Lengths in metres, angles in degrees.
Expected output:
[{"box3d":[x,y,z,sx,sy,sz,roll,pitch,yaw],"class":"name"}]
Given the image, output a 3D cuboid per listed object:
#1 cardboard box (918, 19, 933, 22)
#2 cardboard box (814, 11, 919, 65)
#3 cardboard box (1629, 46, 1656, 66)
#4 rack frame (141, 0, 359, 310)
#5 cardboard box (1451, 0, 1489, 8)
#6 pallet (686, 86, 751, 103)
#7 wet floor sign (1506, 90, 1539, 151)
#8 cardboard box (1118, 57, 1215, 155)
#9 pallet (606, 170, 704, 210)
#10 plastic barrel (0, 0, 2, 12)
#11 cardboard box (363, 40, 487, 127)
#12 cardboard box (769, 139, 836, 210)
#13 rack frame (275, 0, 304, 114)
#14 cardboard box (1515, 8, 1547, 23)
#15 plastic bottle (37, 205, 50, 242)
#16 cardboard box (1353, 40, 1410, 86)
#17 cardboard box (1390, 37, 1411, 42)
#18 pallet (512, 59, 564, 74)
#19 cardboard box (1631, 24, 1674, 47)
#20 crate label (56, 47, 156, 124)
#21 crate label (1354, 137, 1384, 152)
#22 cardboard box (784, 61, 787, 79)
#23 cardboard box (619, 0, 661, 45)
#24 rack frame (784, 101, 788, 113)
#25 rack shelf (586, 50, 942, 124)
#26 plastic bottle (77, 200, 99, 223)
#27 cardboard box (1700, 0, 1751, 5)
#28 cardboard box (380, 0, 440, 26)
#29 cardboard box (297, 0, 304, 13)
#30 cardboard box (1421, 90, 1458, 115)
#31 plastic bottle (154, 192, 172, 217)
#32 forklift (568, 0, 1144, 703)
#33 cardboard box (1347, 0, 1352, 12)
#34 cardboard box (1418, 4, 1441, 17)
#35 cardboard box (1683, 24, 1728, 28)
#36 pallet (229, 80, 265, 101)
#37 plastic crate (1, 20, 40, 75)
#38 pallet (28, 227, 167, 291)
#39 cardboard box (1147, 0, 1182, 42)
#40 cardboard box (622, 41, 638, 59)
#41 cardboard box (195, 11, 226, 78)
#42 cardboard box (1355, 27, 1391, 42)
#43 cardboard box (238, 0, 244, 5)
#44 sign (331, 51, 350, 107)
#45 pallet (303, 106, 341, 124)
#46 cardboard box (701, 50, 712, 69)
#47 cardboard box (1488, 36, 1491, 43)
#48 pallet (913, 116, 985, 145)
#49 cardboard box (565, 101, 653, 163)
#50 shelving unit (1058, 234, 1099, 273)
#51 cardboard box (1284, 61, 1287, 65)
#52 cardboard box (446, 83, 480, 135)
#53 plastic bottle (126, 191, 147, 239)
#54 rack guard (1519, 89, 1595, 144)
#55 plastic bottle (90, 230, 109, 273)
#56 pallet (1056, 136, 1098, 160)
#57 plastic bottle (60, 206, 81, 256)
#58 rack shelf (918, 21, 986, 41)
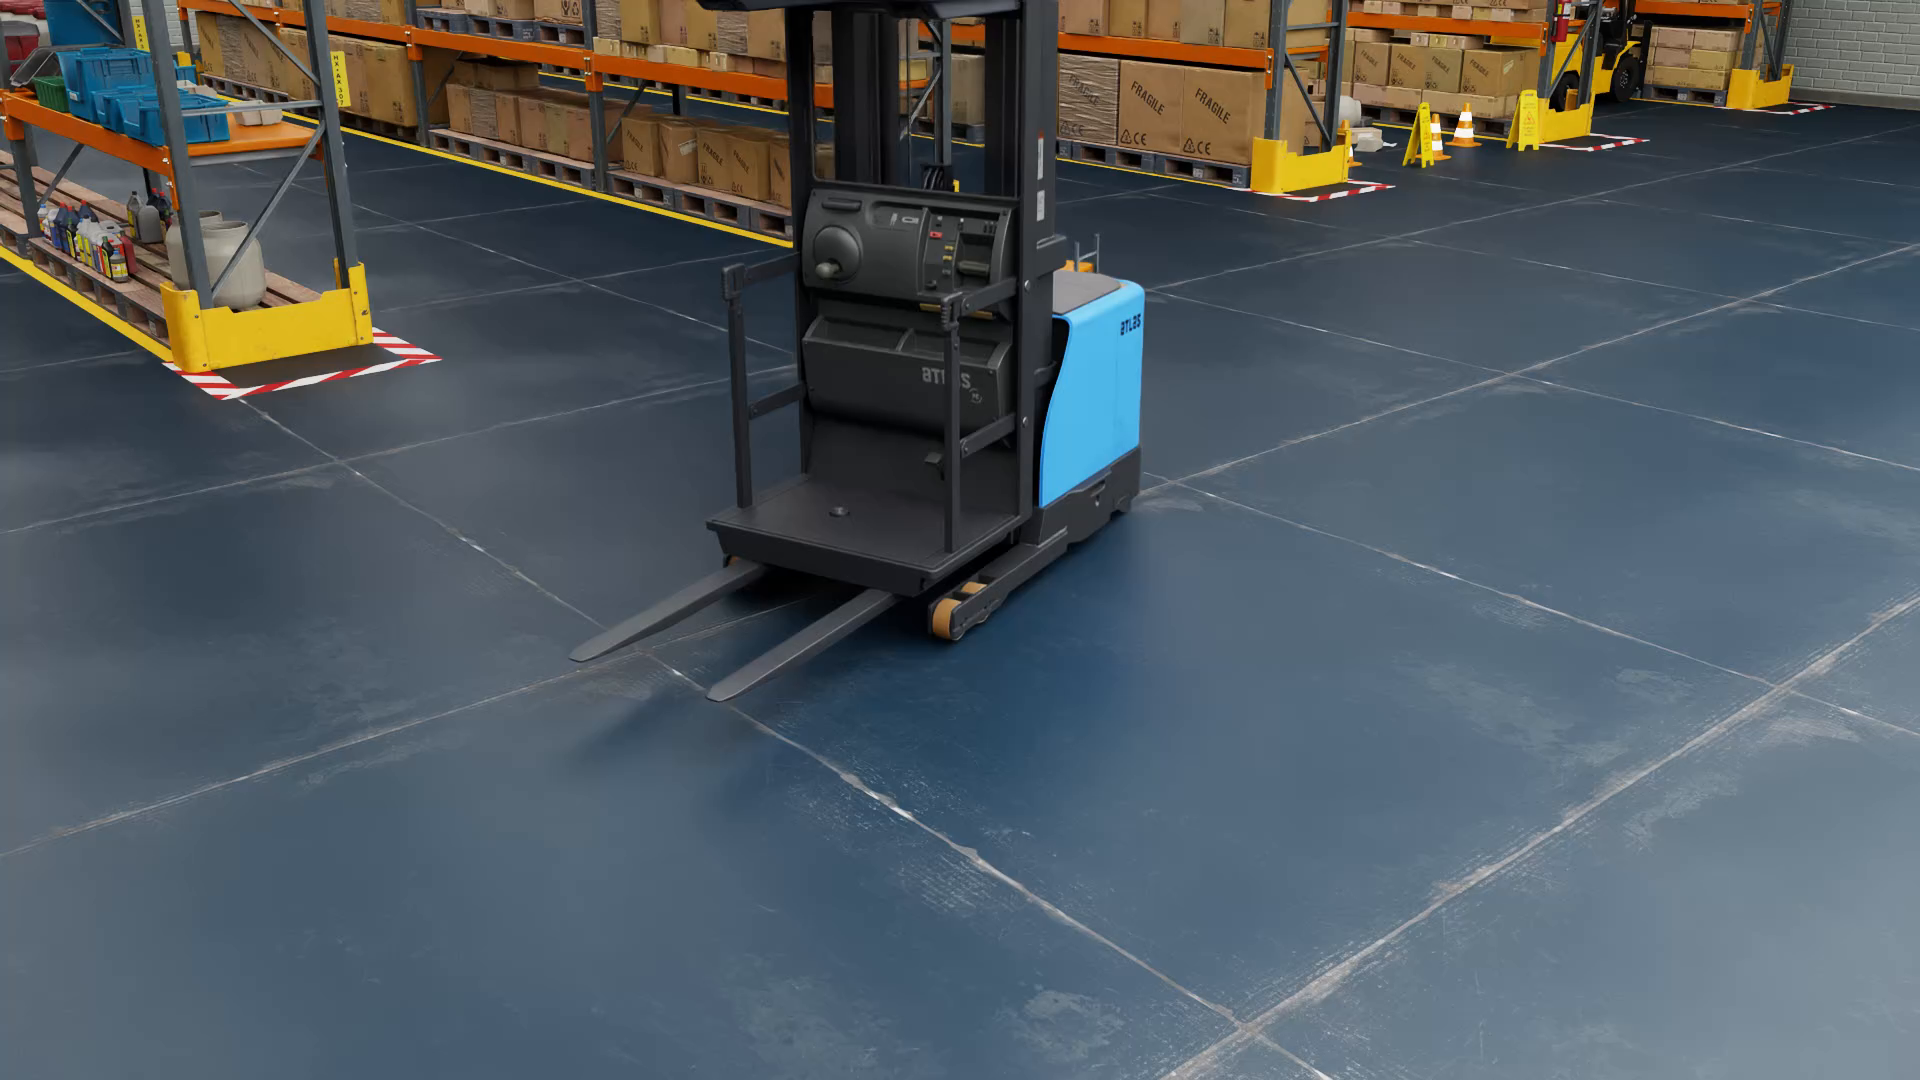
[{"box3d":[-0.146,-6.278,19.263,0.500,0.500,0.500,-18,28,-38],"class":"cardboard box"},{"box3d":[-0.824,-4.097,13.286,0.875,0.500,0.500,-17,27,-37],"class":"cardboard box"},{"box3d":[9.553,-6.782,23.196,0.500,0.250,0.500,-18,28,-39],"class":"cardboard box"},{"box3d":[-4.238,-2.574,9.944,1.000,3.000,0.127,-17,27,-37],"class":"rack frame"},{"box3d":[6.135,-6.521,19.476,0.500,0.500,0.500,-17,27,-37],"class":"cardboard box"},{"box3d":[-3.186,-6.371,23.462,1.003,0.211,1.213,-17,27,-37],"class":"pallet"},{"box3d":[6.335,-4.709,18.622,0.267,0.644,0.232,-8,23,-19],"class":"wet floor sign"},{"box3d":[2.269,-4.527,17.266,0.875,0.875,0.875,-18,28,-38],"class":"cardboard box"},{"box3d":[-2.632,-3.383,15.832,1.003,0.211,1.213,-17,27,-37],"class":"pallet"},{"box3d":[-8.352,-4.487,14.674,0.421,0.512,0.421,0,21,0],"class":"plastic barrel"},{"box3d":[-6.143,-5.366,19.408,1.225,0.875,0.875,-19,28,-40],"class":"cardboard box"},{"box3d":[-1.297,-3.119,14.185,0.500,0.500,0.500,-10,23,-24],"class":"cardboard box"},{"box3d":[-8.319,-7.069,21.419,1.000,3.000,0.127,-17,27,-37],"class":"rack frame"},{"box3d":[6.615,-6.048,19.157,0.380,0.149,0.250,-16,27,-36],"class":"cardboard box"},{"box3d":[-6.973,-2.422,12.692,0.097,0.271,0.097,0,21,0],"class":"plastic bottle"},{"box3d":[5.287,-5.966,20.770,0.500,0.500,0.500,-16,26,-35],"class":"cardboard box"},{"box3d":[5.667,-6.102,21.116,0.500,0.500,0.500,-16,26,-35],"class":"cardboard box"},{"box3d":[-6.553,-7.775,27.044,1.003,0.211,1.213,-17,27,-37],"class":"pallet"},{"box3d":[9.568,-7.006,23.081,0.500,0.250,0.500,-17,27,-37],"class":"cardboard box"},{"box3d":[-5.644,-3.035,11.071,0.502,0.435,0.616,-17,27,-37],"class":"crate label"},{"box3d":[4.585,-4.436,18.621,0.298,0.136,0.250,7,23,18],"class":"crate label"},{"box3d":[-1.193,-3.792,13.397,0.380,0.149,0.250,-17,27,-37],"class":"cardboard box"},{"box3d":[-2.550,-4.758,14.974,0.875,0.500,0.500,-17,27,-37],"class":"cardboard box"},{"box3d":[-1.884,-7.117,21.541,1.000,3.000,0.127,-17,27,-37],"class":"rack frame"},{"box3d":[-1.791,-3.971,14.496,1.077,0.370,4.000,-17,27,-37],"class":"rack shelf"},{"box3d":[-6.527,-2.363,12.434,0.144,0.351,0.185,-17,27,-37],"class":"plastic bottle"},{"box3d":[10.259,-7.415,22.166,0.500,0.500,0.500,-18,28,-39],"class":"cardboard box"},{"box3d":[-6.218,-6.088,18.777,0.500,0.500,0.500,-16,27,-36],"class":"cardboard box"},{"box3d":[-7.879,-6.790,20.570,0.500,0.500,0.500,-17,27,-37],"class":"cardboard box"},{"box3d":[5.958,-5.332,20.179,0.500,0.250,0.500,-17,27,-37],"class":"cardboard box"},{"box3d":[-6.085,-2.489,12.754,0.144,0.351,0.185,-19,28,-40],"class":"plastic bottle"},{"box3d":[-0.325,-1.161,6.428,1.130,2.935,3.031,12,24,28],"class":"forklift"},{"box3d":[4.909,-6.737,20.917,0.380,0.149,0.250,-16,27,-36],"class":"cardboard box"},{"box3d":[5.728,-6.385,20.017,0.380,0.149,0.250,-18,28,-38],"class":"cardboard box"},{"box3d":[10.280,-6.991,23.044,0.500,0.250,0.500,-17,27,-37],"class":"cardboard box"},{"box3d":[-9.557,-6.336,23.372,1.003,0.211,1.213,-17,27,-37],"class":"pallet"},{"box3d":[-7.397,-3.770,12.909,0.402,0.464,0.583,-17,27,-37],"class":"plastic crate"},{"box3d":[-6.442,-2.186,12.775,1.003,0.211,1.213,-17,27,-37],"class":"pallet"},{"box3d":[2.415,-5.399,16.950,0.875,0.550,0.550,-17,27,-37],"class":"cardboard box"},{"box3d":[-2.847,-4.476,15.143,0.380,0.149,0.250,-17,27,-37],"class":"cardboard box"},{"box3d":[-10.452,-7.222,24.149,0.875,0.875,0.875,-17,27,-37],"class":"cardboard box"},{"box3d":[5.142,-6.293,20.714,0.380,0.149,0.250,-16,26,-34],"class":"cardboard box"},{"box3d":[-9.438,-7.242,22.206,0.380,0.149,0.250,-17,27,-36],"class":"cardboard box"},{"box3d":[-3.819,-2.833,10.225,0.100,0.325,0.005,-17,27,-37],"class":"sign"},{"box3d":[-7.758,-5.575,21.429,1.003,0.211,1.213,-17,27,-37],"class":"pallet"},{"box3d":[-1.998,-4.141,14.288,0.380,0.149,0.250,-17,27,-37],"class":"cardboard box"},{"box3d":[7.819,-7.632,25.536,0.875,0.625,0.625,-16,26,-35],"class":"cardboard box"},{"box3d":[0.166,-4.908,19.726,1.003,0.211,1.213,-17,27,-37],"class":"pallet"},{"box3d":[-3.481,-4.074,16.598,0.500,0.500,0.700,20,29,41],"class":"cardboard box"},{"box3d":[0.385,-0.904,8.146,0.503,1.200,0.258,12,24,27],"class":"shelving unit"},{"box3d":[4.066,-6.334,22.570,0.950,0.372,0.625,-17,27,-37],"class":"cardboard box"},{"box3d":[-5.255,-4.824,18.513,0.700,0.500,0.500,-19,28,-40],"class":"cardboard box"},{"box3d":[-6.320,-2.507,12.802,0.144,0.351,0.185,-17,27,-37],"class":"plastic bottle"},{"box3d":[6.972,-4.970,19.487,1.175,0.500,0.348,-17,27,-37],"class":"rack guard"},{"box3d":[-6.003,-2.029,11.682,0.152,0.276,0.135,-18,28,-39],"class":"plastic bottle"},{"box3d":[1.164,-4.484,18.644,1.003,0.211,1.213,-17,27,-37],"class":"pallet"},{"box3d":[-6.513,-2.277,12.214,0.144,0.351,0.185,-19,28,-40],"class":"plastic bottle"},{"box3d":[-0.579,-6.229,20.261,1.077,0.370,4.000,-17,27,-37],"class":"rack shelf"}]
